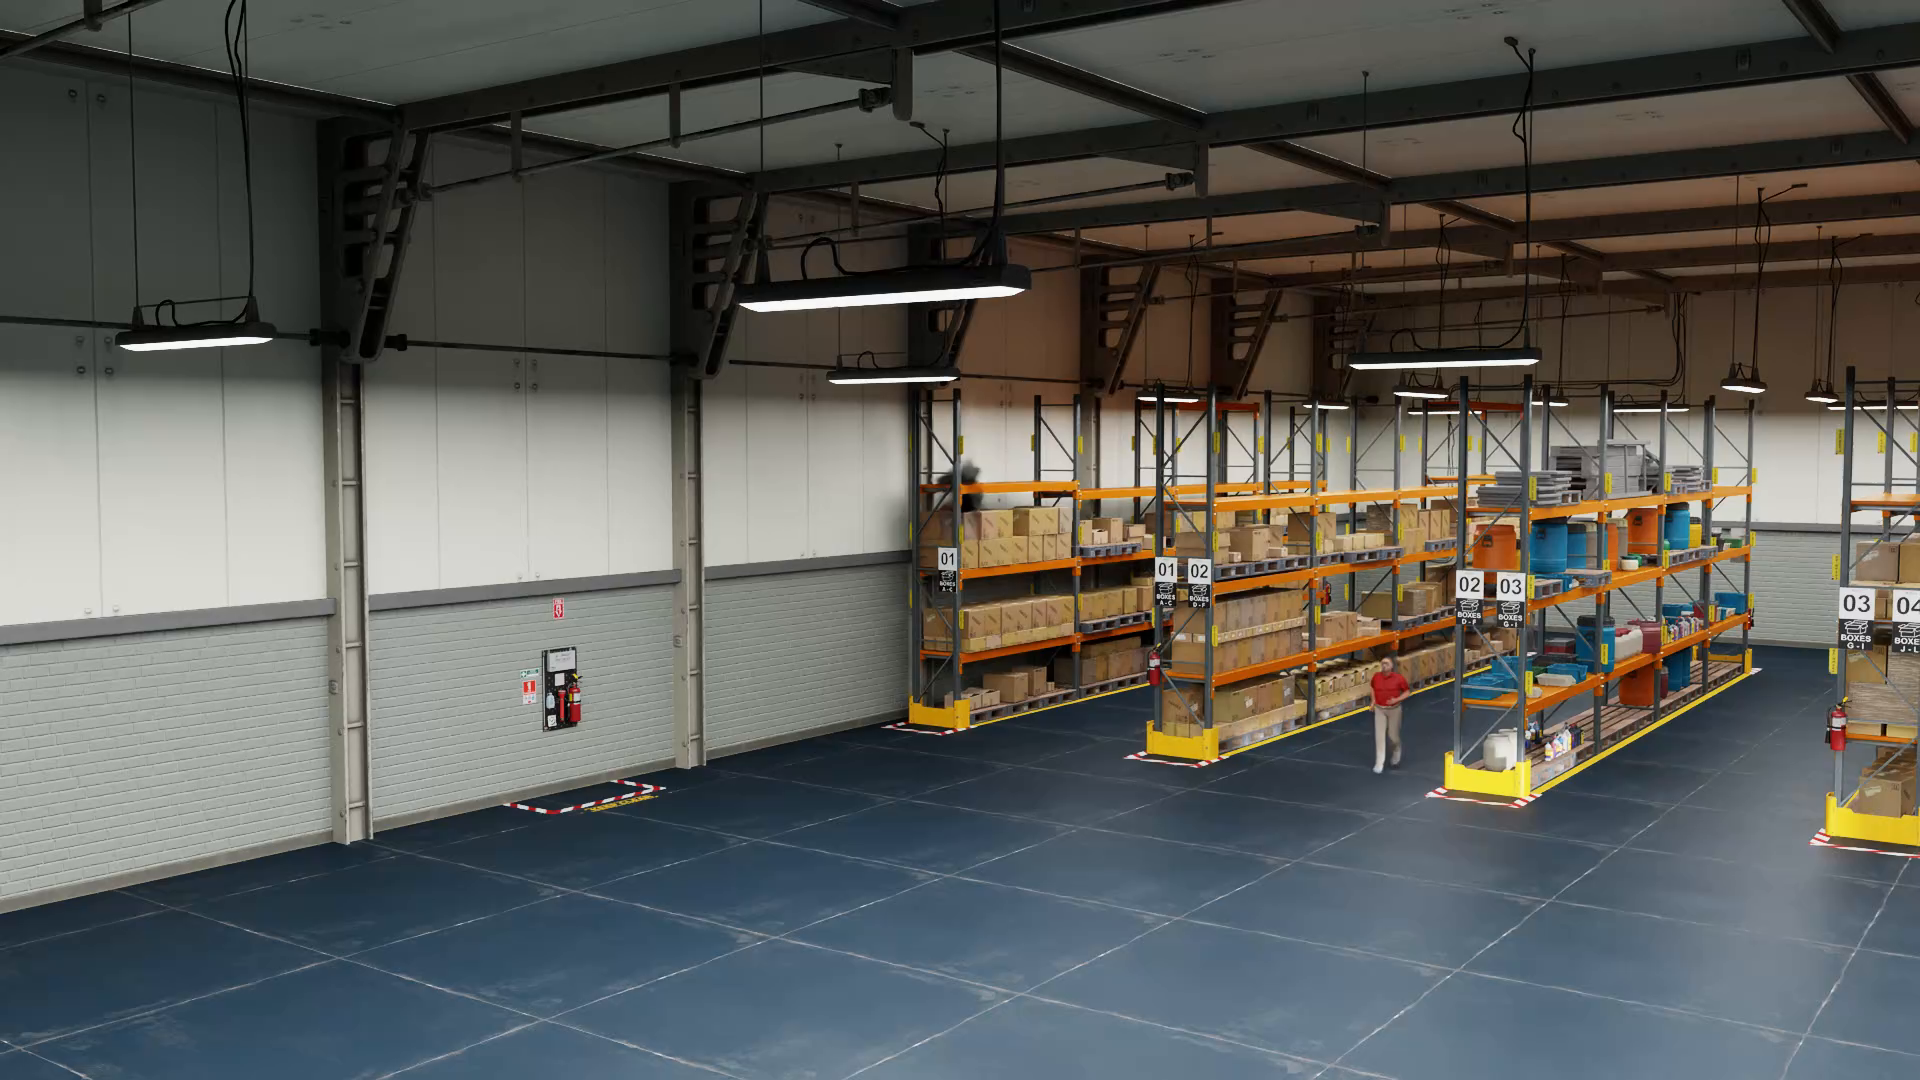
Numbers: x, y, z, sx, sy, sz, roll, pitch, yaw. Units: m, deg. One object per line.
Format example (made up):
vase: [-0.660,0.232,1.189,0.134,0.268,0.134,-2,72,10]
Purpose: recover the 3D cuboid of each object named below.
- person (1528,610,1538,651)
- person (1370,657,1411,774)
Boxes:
person: [13.926,1.891,40.883,0.559,1.639,0.936,-2,4,-25]
person: [6.616,2.674,25.639,0.647,1.754,0.830,2,4,28]
